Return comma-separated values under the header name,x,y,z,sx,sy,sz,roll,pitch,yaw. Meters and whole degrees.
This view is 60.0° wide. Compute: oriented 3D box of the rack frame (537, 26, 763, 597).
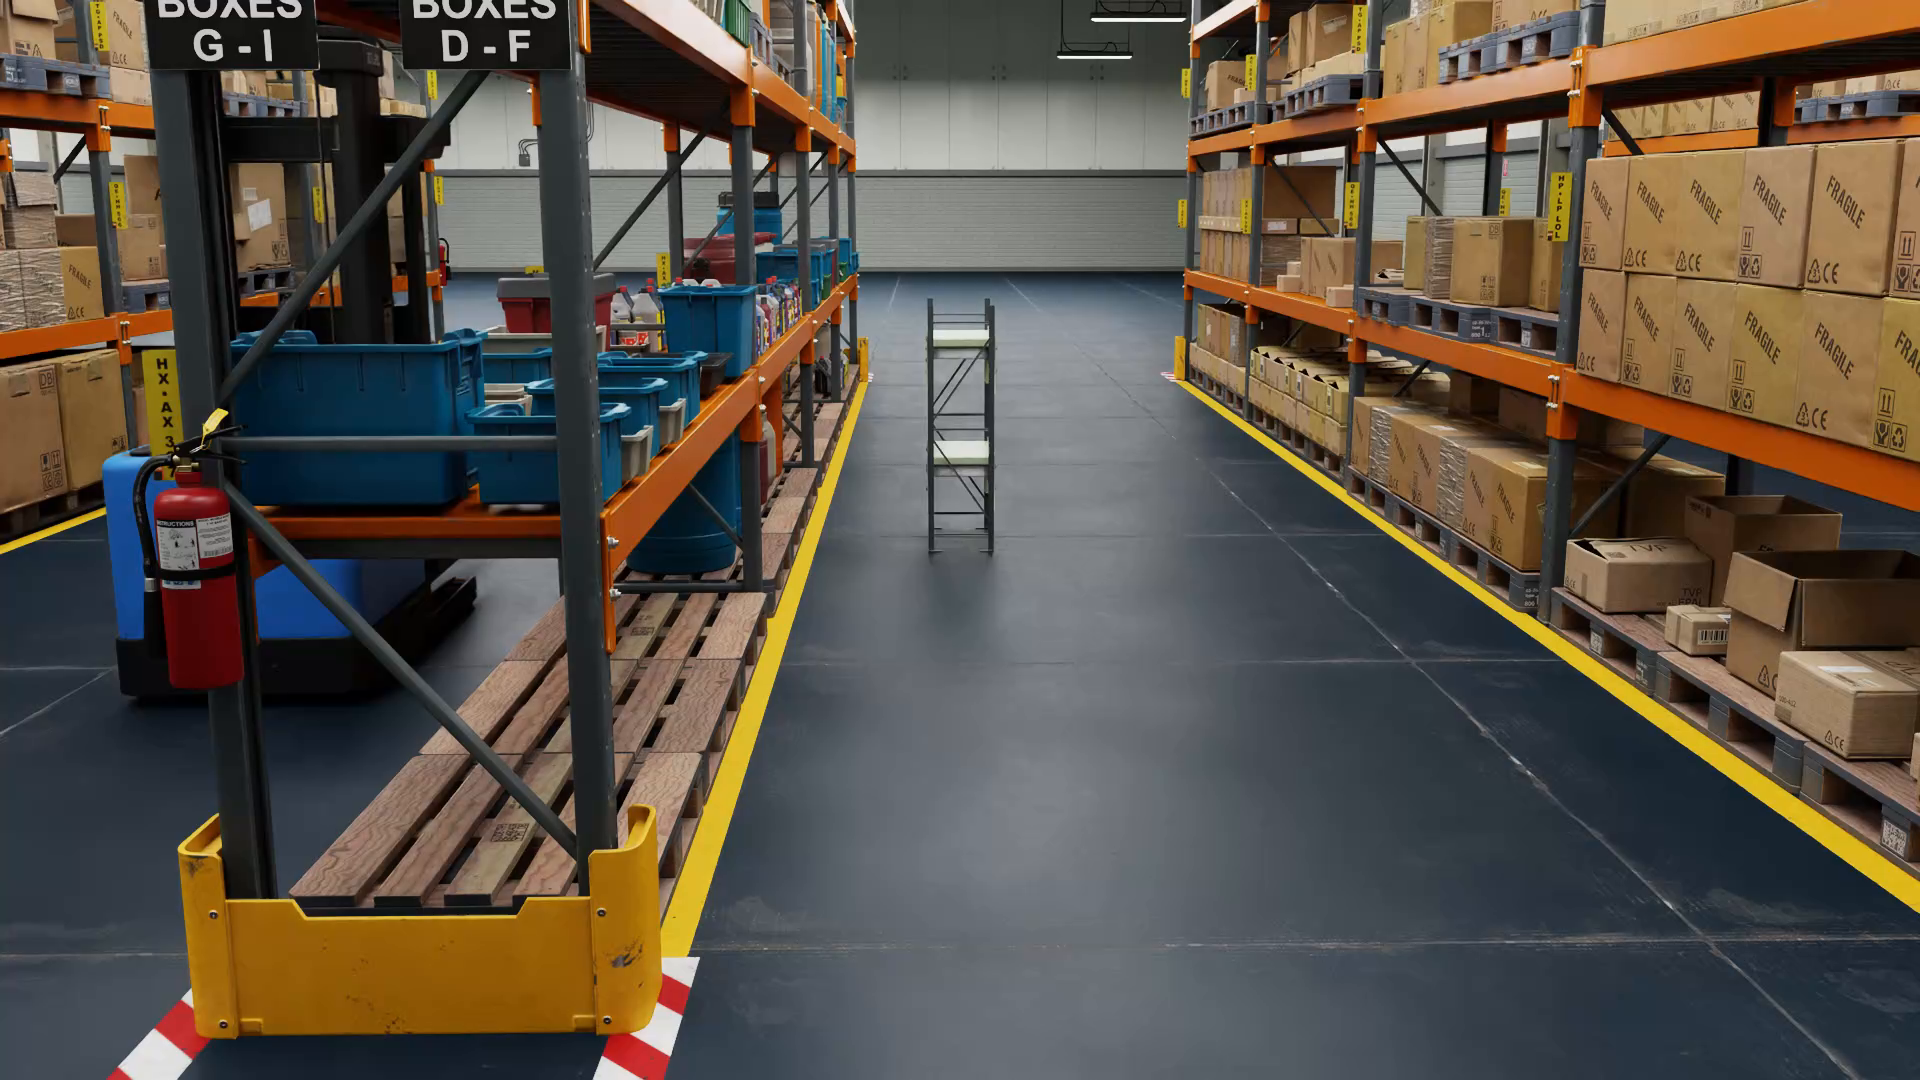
name,x,y,z,sx,sy,sz,roll,pitch,yaw
rack frame,-1.495,-1.028,8.083,1.000,3.000,0.127,0,11,-1

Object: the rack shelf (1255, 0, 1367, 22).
name,x,y,z,sx,sy,sz,roll,pitch,yaw
rack shelf,3.334,-4.632,13.574,1.077,0.370,4.000,0,11,-1

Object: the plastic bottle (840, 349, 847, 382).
name,x,y,z,sx,sy,sz,roll,pitch,yaw
plastic bottle,-1.278,-1.857,17.724,0.144,0.351,0.185,0,11,1

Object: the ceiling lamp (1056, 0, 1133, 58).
name,x,y,z,sx,sy,sz,roll,pitch,yaw
ceiling lamp,3.542,-14.295,43.705,2.000,3.185,0.800,0,11,-1

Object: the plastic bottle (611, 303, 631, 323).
name,x,y,z,sx,sy,sz,roll,pitch,yaw
plastic bottle,-1.834,-1.117,8.833,0.152,0.276,0.135,0,11,-1

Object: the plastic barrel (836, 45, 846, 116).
name,x,y,z,sx,sy,sz,roll,pitch,yaw
plastic barrel,-1.606,-5.204,18.985,0.600,0.830,0.708,0,11,-1

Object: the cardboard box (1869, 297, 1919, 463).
name,x,y,z,sx,sy,sz,roll,pitch,yaw
cardboard box,3.245,-0.493,5.192,0.500,0.500,0.500,0,11,-1

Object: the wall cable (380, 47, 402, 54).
name,x,y,z,sx,sy,sz,roll,pitch,yaw
wall cable,-16.012,-15.890,49.919,3.097,2.526,0.112,0,11,-1

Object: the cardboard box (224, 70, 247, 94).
name,x,y,z,sx,sy,sz,roll,pitch,yaw
cardboard box,-6.492,-4.022,14.576,0.396,0.266,0.258,0,11,1

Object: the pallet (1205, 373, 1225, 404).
name,x,y,z,sx,sy,sz,roll,pitch,yaw
pallet,3.290,-1.673,18.274,1.003,0.211,1.213,0,11,-1

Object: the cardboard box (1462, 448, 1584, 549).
name,x,y,z,sx,sy,sz,roll,pitch,yaw
cardboard box,3.159,-0.234,9.347,0.500,0.500,0.500,0,11,-1

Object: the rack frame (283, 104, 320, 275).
name,x,y,z,sx,sy,sz,roll,pitch,yaw
rack frame,-6.612,-2.598,15.821,1.000,3.000,0.127,0,11,-1

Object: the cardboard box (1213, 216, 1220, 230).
name,x,y,z,sx,sy,sz,roll,pitch,yaw
cardboard box,3.026,-3.516,18.463,0.380,0.149,0.250,-1,11,-3

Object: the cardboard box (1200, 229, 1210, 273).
name,x,y,z,sx,sy,sz,roll,pitch,yaw
cardboard box,3.207,-3.389,19.470,0.700,0.500,0.500,0,11,-1

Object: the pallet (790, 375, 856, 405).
name,x,y,z,sx,sy,sz,roll,pitch,yaw
pallet,-1.660,-1.629,18.056,1.003,0.211,1.213,0,11,-1

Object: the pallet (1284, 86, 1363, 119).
name,x,y,z,sx,sy,sz,roll,pitch,yaw
pallet,3.246,-3.577,13.579,1.003,0.211,1.213,0,11,1

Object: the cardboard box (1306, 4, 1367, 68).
name,x,y,z,sx,sy,sz,roll,pitch,yaw
cardboard box,3.301,-4.372,14.456,0.500,0.500,0.500,1,12,4

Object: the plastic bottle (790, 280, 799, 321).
name,x,y,z,sx,sy,sz,roll,pitch,yaw
plastic bottle,-1.138,-1.642,11.400,0.061,0.283,0.133,0,11,-1

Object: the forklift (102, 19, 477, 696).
name,x,y,z,sx,sy,sz,roll,pitch,yaw
forklift,-3.107,-1.016,8.198,1.130,2.935,3.031,-1,11,-3

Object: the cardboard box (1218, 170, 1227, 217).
name,x,y,z,sx,sy,sz,roll,pitch,yaw
cardboard box,3.235,-3.810,18.280,0.700,0.500,0.500,0,11,-1

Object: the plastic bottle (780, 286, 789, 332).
name,x,y,z,sx,sy,sz,roll,pitch,yaw
plastic bottle,-1.119,-1.460,10.506,0.061,0.283,0.133,0,11,-1

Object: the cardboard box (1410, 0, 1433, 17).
name,x,y,z,sx,sy,sz,roll,pitch,yaw
cardboard box,3.378,-3.765,11.264,0.500,0.500,0.500,0,11,-1

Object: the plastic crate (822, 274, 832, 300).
name,x,y,z,sx,sy,sz,roll,pitch,yaw
plastic crate,-1.342,-2.170,14.242,0.450,0.188,0.662,0,11,-1

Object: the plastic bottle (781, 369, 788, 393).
name,x,y,z,sx,sy,sz,roll,pitch,yaw
plastic bottle,-1.817,-1.663,16.770,0.144,0.351,0.185,0,11,-1

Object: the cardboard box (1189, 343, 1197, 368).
name,x,y,z,sx,sy,sz,roll,pitch,yaw
cardboard box,2.998,-2.184,19.639,0.500,0.250,0.500,0,11,-1

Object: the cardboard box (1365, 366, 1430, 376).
name,x,y,z,sx,sy,sz,roll,pitch,yaw
cardboard box,3.630,-1.287,13.808,0.500,0.311,0.500,-1,11,-3

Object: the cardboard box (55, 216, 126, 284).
name,x,y,z,sx,sy,sz,roll,pitch,yaw
cardboard box,-6.580,-2.165,12.379,0.500,0.500,0.500,-2,12,-8

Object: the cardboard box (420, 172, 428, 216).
name,x,y,z,sx,sy,sz,roll,pitch,yaw
cardboard box,-6.436,-3.970,19.068,0.500,0.500,0.500,0,11,-1

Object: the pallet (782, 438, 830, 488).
name,x,y,z,sx,sy,sz,roll,pitch,yaw
pallet,-1.555,-0.611,13.040,1.003,0.211,1.213,0,11,-1

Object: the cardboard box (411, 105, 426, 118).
name,x,y,z,sx,sy,sz,roll,pitch,yaw
cardboard box,-6.377,-4.931,19.152,0.380,0.149,0.250,0,11,-1

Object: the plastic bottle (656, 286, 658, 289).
name,x,y,z,sx,sy,sz,roll,pitch,yaw
plastic bottle,-1.913,-1.449,10.450,0.061,0.283,0.133,0,11,-1

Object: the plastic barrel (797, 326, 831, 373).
name,x,y,z,sx,sy,sz,roll,pitch,yaw
plastic barrel,-1.642,-2.170,18.912,0.421,0.512,0.421,0,11,0

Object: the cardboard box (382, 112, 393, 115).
name,x,y,z,sx,sy,sz,roll,pitch,yaw
cardboard box,-6.415,-4.494,17.999,0.500,0.250,0.500,0,11,0

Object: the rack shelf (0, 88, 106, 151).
name,x,y,z,sx,sy,sz,roll,pitch,yaw
rack shelf,-6.488,-2.523,9.716,1.077,0.370,4.000,0,11,-1

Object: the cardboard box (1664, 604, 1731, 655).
name,x,y,z,sx,sy,sz,roll,pitch,yaw
cardboard box,3.278,0.381,7.155,0.380,0.166,0.250,0,11,-1

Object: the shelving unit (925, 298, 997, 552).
name,x,y,z,sx,sy,sz,roll,pitch,yaw
shelving unit,0.000,-0.736,10.417,0.431,1.500,0.755,0,11,-1

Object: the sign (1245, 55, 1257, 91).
name,x,y,z,sx,sy,sz,roll,pitch,yaw
sign,2.738,-4.398,15.648,0.100,0.325,0.005,0,11,-1

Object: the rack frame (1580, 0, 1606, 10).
name,x,y,z,sx,sy,sz,roll,pitch,yaw
rack frame,3.458,-3.988,7.583,1.000,3.000,0.127,0,11,-1

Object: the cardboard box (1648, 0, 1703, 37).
name,x,y,z,sx,sy,sz,roll,pitch,yaw
cardboard box,3.227,-2.247,6.925,0.500,0.250,0.500,0,11,-1

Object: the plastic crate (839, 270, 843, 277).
name,x,y,z,sx,sy,sz,roll,pitch,yaw
plastic crate,-1.544,-2.693,16.443,0.767,0.338,0.504,0,11,-1

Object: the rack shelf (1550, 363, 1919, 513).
name,x,y,z,sx,sy,sz,roll,pitch,yaw
rack shelf,3.499,-0.298,6.292,1.077,0.370,4.000,0,11,-1

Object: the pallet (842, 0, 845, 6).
name,x,y,z,sx,sy,sz,roll,pitch,yaw
pallet,-1.733,-5.677,17.389,1.003,0.211,1.213,0,11,-1

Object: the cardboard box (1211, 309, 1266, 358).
name,x,y,z,sx,sy,sz,roll,pitch,yaw
cardboard box,3.027,-2.253,18.095,0.500,0.500,0.500,0,11,-1

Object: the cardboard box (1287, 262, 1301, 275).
name,x,y,z,sx,sy,sz,roll,pitch,yaw
cardboard box,3.346,-2.467,15.552,0.500,0.250,0.500,0,11,2

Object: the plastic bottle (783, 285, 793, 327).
name,x,y,z,sx,sy,sz,roll,pitch,yaw
plastic bottle,-1.145,-1.535,10.907,0.097,0.271,0.097,0,11,0

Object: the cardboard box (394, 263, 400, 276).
name,x,y,z,sx,sy,sz,roll,pitch,yaw
cardboard box,-6.468,-3.016,18.511,0.380,0.149,0.250,0,11,-1

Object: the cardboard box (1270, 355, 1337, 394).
name,x,y,z,sx,sy,sz,roll,pitch,yaw
cardboard box,3.069,-1.486,14.787,0.500,0.311,0.500,-1,11,-3

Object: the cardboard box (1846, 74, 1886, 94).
name,x,y,z,sx,sy,sz,roll,pitch,yaw
cardboard box,8.189,-4.060,14.651,0.500,0.311,0.500,0,11,1

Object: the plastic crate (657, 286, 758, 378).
name,x,y,z,sx,sy,sz,roll,pitch,yaw
plastic crate,-1.144,-0.958,7.628,0.392,0.384,0.575,0,11,-1

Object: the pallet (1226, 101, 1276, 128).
name,x,y,z,sx,sy,sz,roll,pitch,yaw
pallet,3.249,-4.234,16.564,1.003,0.211,1.213,0,11,-1

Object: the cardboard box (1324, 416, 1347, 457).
name,x,y,z,sx,sy,sz,roll,pitch,yaw
cardboard box,3.120,-0.805,12.841,0.500,0.250,0.500,0,11,0

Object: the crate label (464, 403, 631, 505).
name,x,y,z,sx,sy,sz,roll,pitch,yaw
crate label,-1.088,-0.231,4.423,0.416,0.233,0.303,0,11,-1

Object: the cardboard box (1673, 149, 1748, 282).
name,x,y,z,sx,sy,sz,roll,pitch,yaw
cardboard box,3.207,-1.287,6.594,0.500,0.500,0.500,-1,11,-3

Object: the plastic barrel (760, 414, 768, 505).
name,x,y,z,sx,sy,sz,roll,pitch,yaw
plastic barrel,-1.527,-0.526,10.615,0.600,0.588,0.708,0,11,-1

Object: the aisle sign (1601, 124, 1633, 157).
name,x,y,z,sx,sy,sz,roll,pitch,yaw
aisle sign,7.861,-4.741,19.848,0.394,0.787,0.004,0,11,-1

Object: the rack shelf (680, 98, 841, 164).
name,x,y,z,sx,sy,sz,roll,pitch,yaw
rack shelf,-1.619,-3.338,13.735,1.077,0.370,4.000,0,11,-1

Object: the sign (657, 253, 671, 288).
name,x,y,z,sx,sy,sz,roll,pitch,yaw
sign,-2.127,-1.900,11.968,0.100,0.325,0.005,0,11,-1
